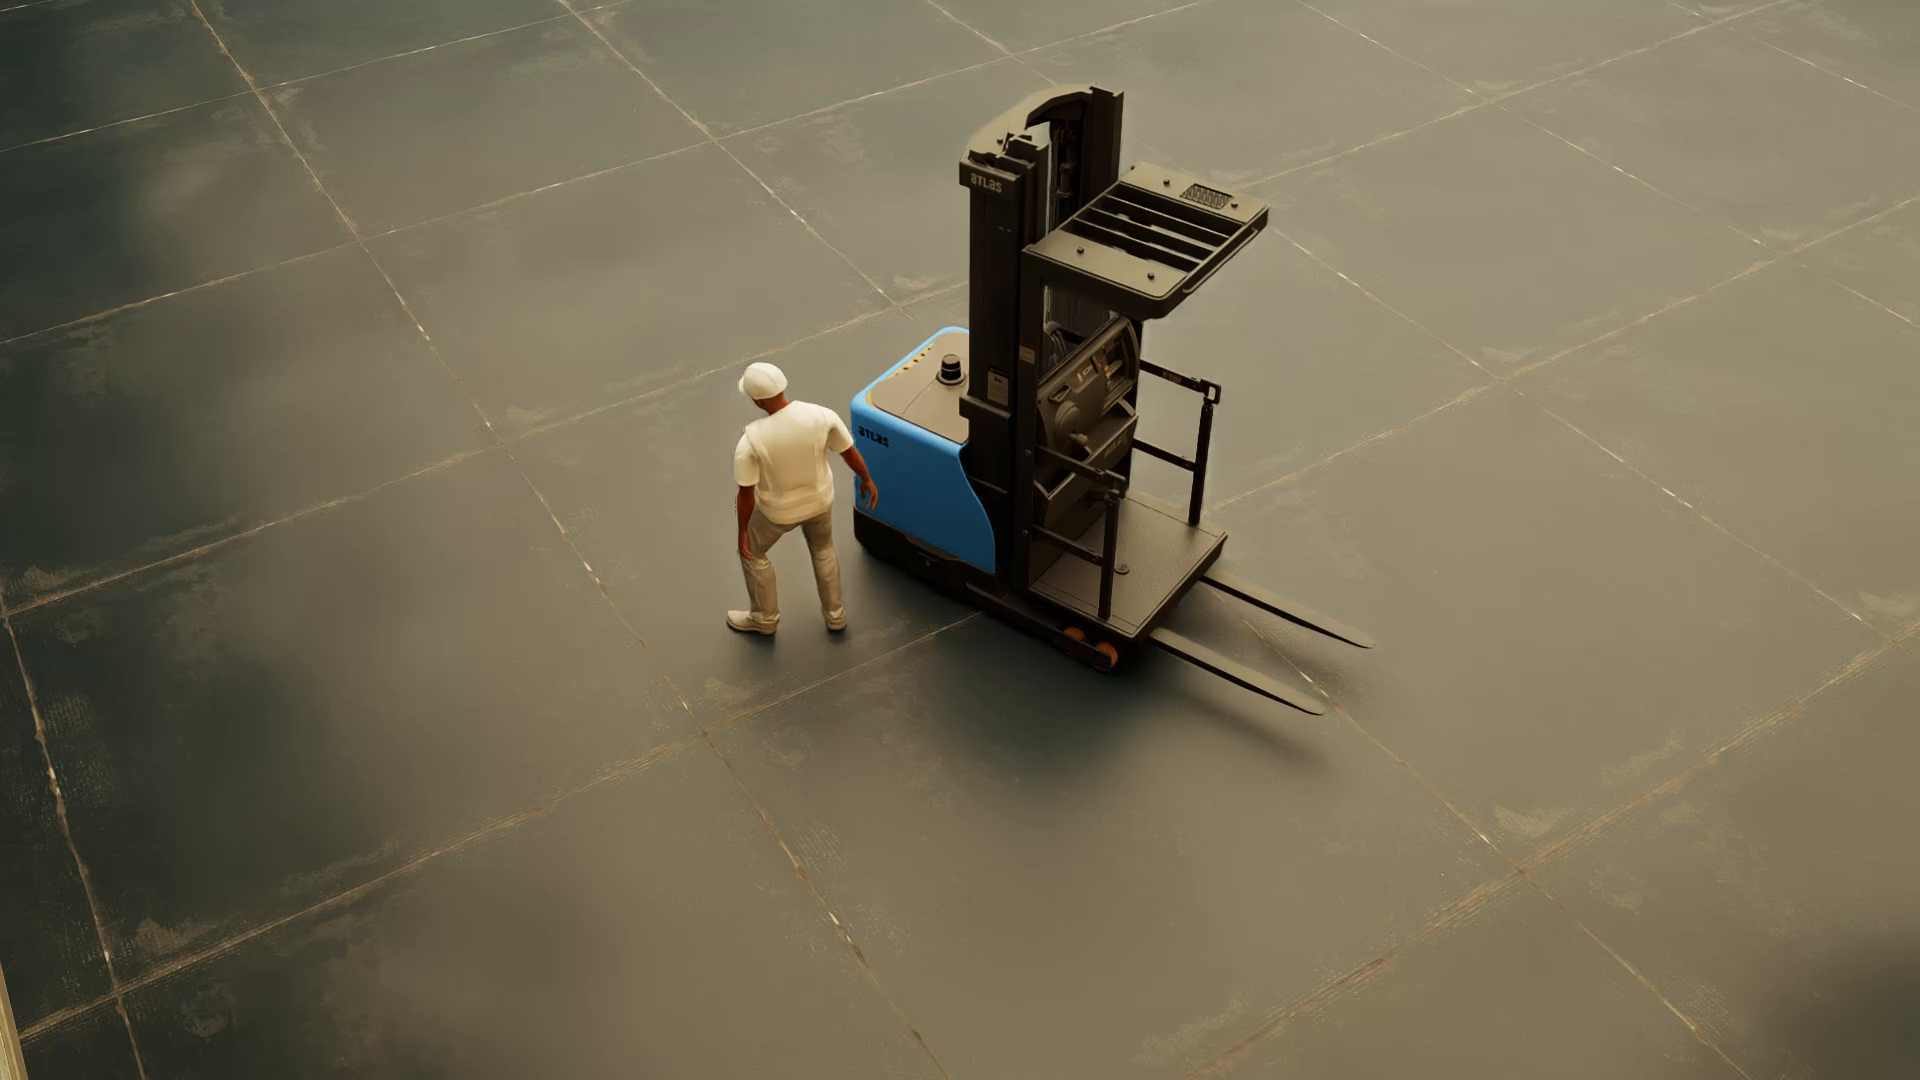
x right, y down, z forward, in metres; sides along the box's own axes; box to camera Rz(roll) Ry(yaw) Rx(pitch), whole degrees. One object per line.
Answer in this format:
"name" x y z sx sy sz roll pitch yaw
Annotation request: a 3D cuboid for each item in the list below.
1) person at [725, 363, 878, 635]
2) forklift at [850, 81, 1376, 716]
"person" -0.899 -0.223 9.065 0.886 1.732 0.476 -16 44 -18
"forklift" 0.856 -0.775 8.758 3.031 2.935 1.130 25 47 26
